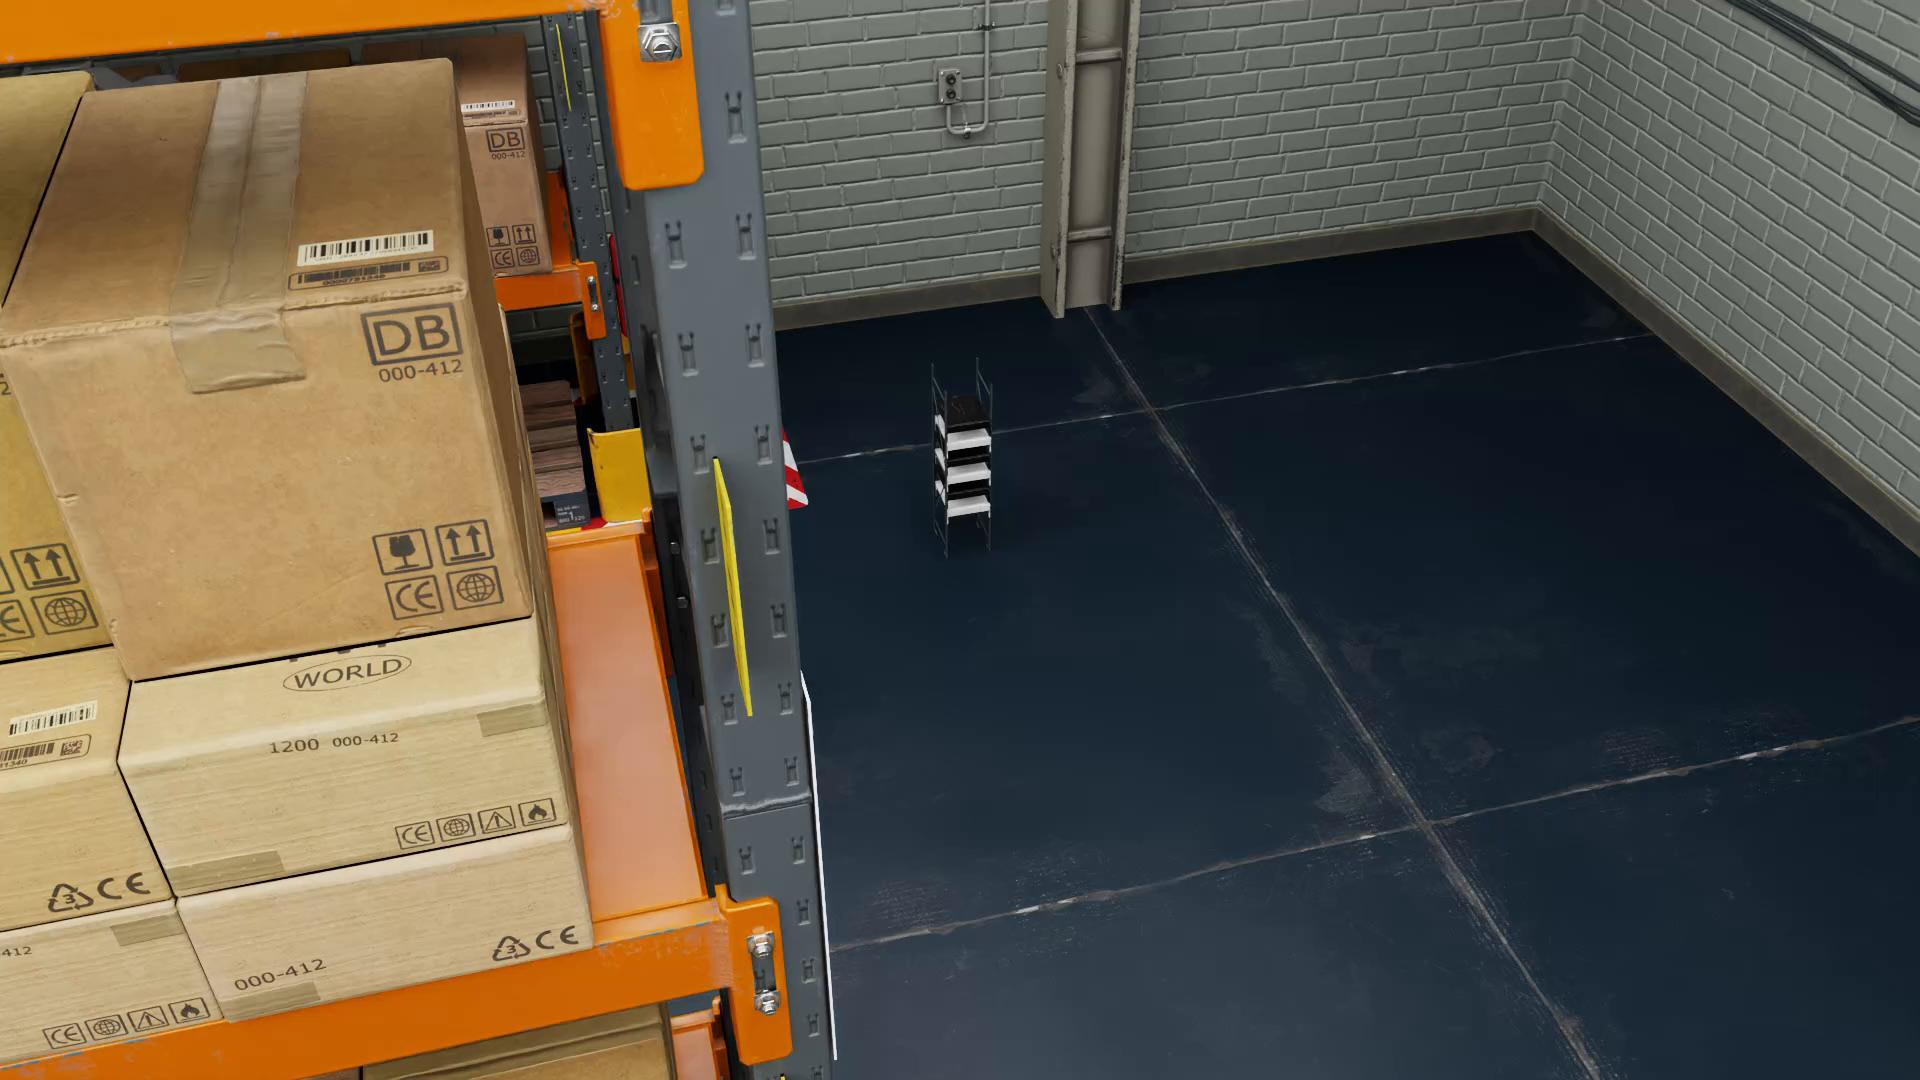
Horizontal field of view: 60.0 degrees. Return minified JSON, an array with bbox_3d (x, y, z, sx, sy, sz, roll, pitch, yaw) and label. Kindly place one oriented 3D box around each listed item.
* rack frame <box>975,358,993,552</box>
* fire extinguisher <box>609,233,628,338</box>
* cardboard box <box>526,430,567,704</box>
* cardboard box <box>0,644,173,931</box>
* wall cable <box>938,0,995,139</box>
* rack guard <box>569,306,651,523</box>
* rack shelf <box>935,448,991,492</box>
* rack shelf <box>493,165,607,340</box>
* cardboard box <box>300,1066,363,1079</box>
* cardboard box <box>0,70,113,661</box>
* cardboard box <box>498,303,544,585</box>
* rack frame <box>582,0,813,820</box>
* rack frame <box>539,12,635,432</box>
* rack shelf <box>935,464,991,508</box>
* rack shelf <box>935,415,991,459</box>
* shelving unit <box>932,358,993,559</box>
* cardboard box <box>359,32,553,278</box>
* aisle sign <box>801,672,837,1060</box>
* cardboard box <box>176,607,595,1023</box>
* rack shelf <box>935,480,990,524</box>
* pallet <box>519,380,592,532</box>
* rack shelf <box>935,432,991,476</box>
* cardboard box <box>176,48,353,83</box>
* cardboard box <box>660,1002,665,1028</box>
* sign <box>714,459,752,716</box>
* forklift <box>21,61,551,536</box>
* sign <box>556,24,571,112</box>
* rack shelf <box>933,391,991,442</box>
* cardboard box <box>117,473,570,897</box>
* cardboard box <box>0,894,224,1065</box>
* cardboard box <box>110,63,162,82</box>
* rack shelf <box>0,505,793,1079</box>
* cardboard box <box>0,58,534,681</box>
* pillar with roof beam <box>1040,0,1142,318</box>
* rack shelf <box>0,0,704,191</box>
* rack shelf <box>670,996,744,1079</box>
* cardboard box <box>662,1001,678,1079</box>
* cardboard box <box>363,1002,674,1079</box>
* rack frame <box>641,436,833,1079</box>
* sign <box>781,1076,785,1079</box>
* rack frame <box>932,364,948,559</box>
[{"bbox_3d":[0.106,-0.375,7.499,0.006,0.900,0.240,-9,38,-12],"label":"rack frame"},{"bbox_3d":[-1.427,-1.203,7.225,0.183,0.674,0.296,-9,38,-12],"label":"fire extinguisher"},{"bbox_3d":[-0.960,0.077,2.835,0.500,0.250,0.500,-9,38,-12],"label":"cardboard box"},{"bbox_3d":[-1.310,0.256,2.189,0.500,0.250,0.500,-9,38,-12],"label":"cardboard box"},{"bbox_3d":[-0.704,-2.790,8.092,1.851,1.984,0.084,-9,38,-12],"label":"wall cable"},{"bbox_3d":[-1.670,-0.640,8.175,0.348,0.500,1.175,-9,38,-12],"label":"rack guard"},{"bbox_3d":[0.008,-0.332,7.499,0.200,0.077,0.258,-9,38,-12],"label":"rack shelf"},{"bbox_3d":[-3.624,-1.026,7.215,4.000,0.370,1.077,-9,38,-12],"label":"rack shelf"},{"bbox_3d":[-1.244,1.152,2.870,0.500,0.500,0.500,-8,38,-11],"label":"cardboard box"},{"bbox_3d":[-1.395,-0.231,2.210,0.500,0.500,0.700,-9,38,-12],"label":"cardboard box"},{"bbox_3d":[-0.962,-0.125,2.688,0.500,0.250,0.500,-9,38,-12],"label":"cardboard box"},{"bbox_3d":[-0.398,-1.106,1.790,0.127,3.000,1.000,-9,38,-12],"label":"rack frame"},{"bbox_3d":[-1.693,-1.629,7.410,0.127,3.000,1.000,-9,38,-12],"label":"rack frame"},{"bbox_3d":[0.008,-0.261,7.553,0.200,0.077,0.258,-9,38,-12],"label":"rack shelf"},{"bbox_3d":[0.008,-0.475,7.389,0.200,0.077,0.258,-9,38,-12],"label":"rack shelf"},{"bbox_3d":[0.008,-0.359,7.478,0.210,0.900,0.258,-9,38,-12],"label":"shelving unit"},{"bbox_3d":[-2.183,-1.661,7.206,0.700,0.700,0.980,-8,38,-10],"label":"cardboard box"},{"bbox_3d":[-0.252,0.413,2.602,0.004,0.787,0.394,-9,38,-12],"label":"aisle sign"},{"bbox_3d":[-0.825,0.381,2.438,0.500,0.250,0.500,-9,38,-12],"label":"cardboard box"},{"bbox_3d":[0.008,-0.189,7.608,0.200,0.077,0.258,-9,38,-12],"label":"rack shelf"},{"bbox_3d":[-2.445,-0.349,8.032,1.213,0.211,1.003,-9,38,-12],"label":"pallet"},{"bbox_3d":[0.008,-0.404,7.444,0.200,0.077,0.258,-9,38,-12],"label":"rack shelf"},{"bbox_3d":[-2.883,-1.539,7.047,0.700,0.700,0.980,-10,38,-12],"label":"cardboard box"},{"bbox_3d":[-0.895,0.755,3.389,0.500,0.500,0.500,-8,38,-11],"label":"cardboard box"},{"bbox_3d":[-0.273,0.062,2.003,0.005,0.325,0.100,-9,38,-12],"label":"sign"},{"bbox_3d":[-2.825,0.119,5.182,3.031,2.935,1.130,-11,39,-13],"label":"forklift"},{"bbox_3d":[-1.565,-1.862,6.568,0.005,0.325,0.100,-9,38,-12],"label":"sign"},{"bbox_3d":[0.008,-0.547,7.334,0.200,0.077,0.258,-9,38,-12],"label":"rack shelf"},{"bbox_3d":[-0.828,0.177,2.293,0.500,0.250,0.500,-9,38,-12],"label":"cardboard box"},{"bbox_3d":[-1.311,0.453,2.343,0.500,0.250,0.500,-9,38,-12],"label":"cardboard box"},{"bbox_3d":[-3.621,-1.424,6.896,0.700,0.700,0.980,-11,39,-14],"label":"cardboard box"},{"bbox_3d":[-2.329,0.687,2.506,4.000,0.370,1.077,-9,38,-12],"label":"rack shelf"},{"bbox_3d":[-0.890,-0.261,2.248,0.500,0.500,0.700,-9,38,-12],"label":"cardboard box"},{"bbox_3d":[1.810,-2.421,3.509,0.400,9.000,9.100,-9,38,-12],"label":"pillar with roof beam"},{"bbox_3d":[-2.329,-0.503,1.595,4.000,0.370,1.077,-9,38,-12],"label":"rack shelf"},{"bbox_3d":[-2.329,1.879,3.417,4.000,0.370,1.077,-9,38,-12],"label":"rack shelf"},{"bbox_3d":[-0.895,1.152,3.693,0.500,0.500,0.500,-9,38,-11],"label":"cardboard box"},{"bbox_3d":[-0.756,1.071,2.976,0.500,0.500,0.500,-10,38,-12],"label":"cardboard box"},{"bbox_3d":[-0.398,1.276,3.613,0.127,3.000,1.000,-9,38,-12],"label":"rack frame"},{"bbox_3d":[-0.273,1.020,2.735,0.005,0.325,0.100,-9,38,-12],"label":"sign"},{"bbox_3d":[-0.090,-0.343,7.457,0.006,0.900,0.240,-9,38,-12],"label":"rack frame"}]
